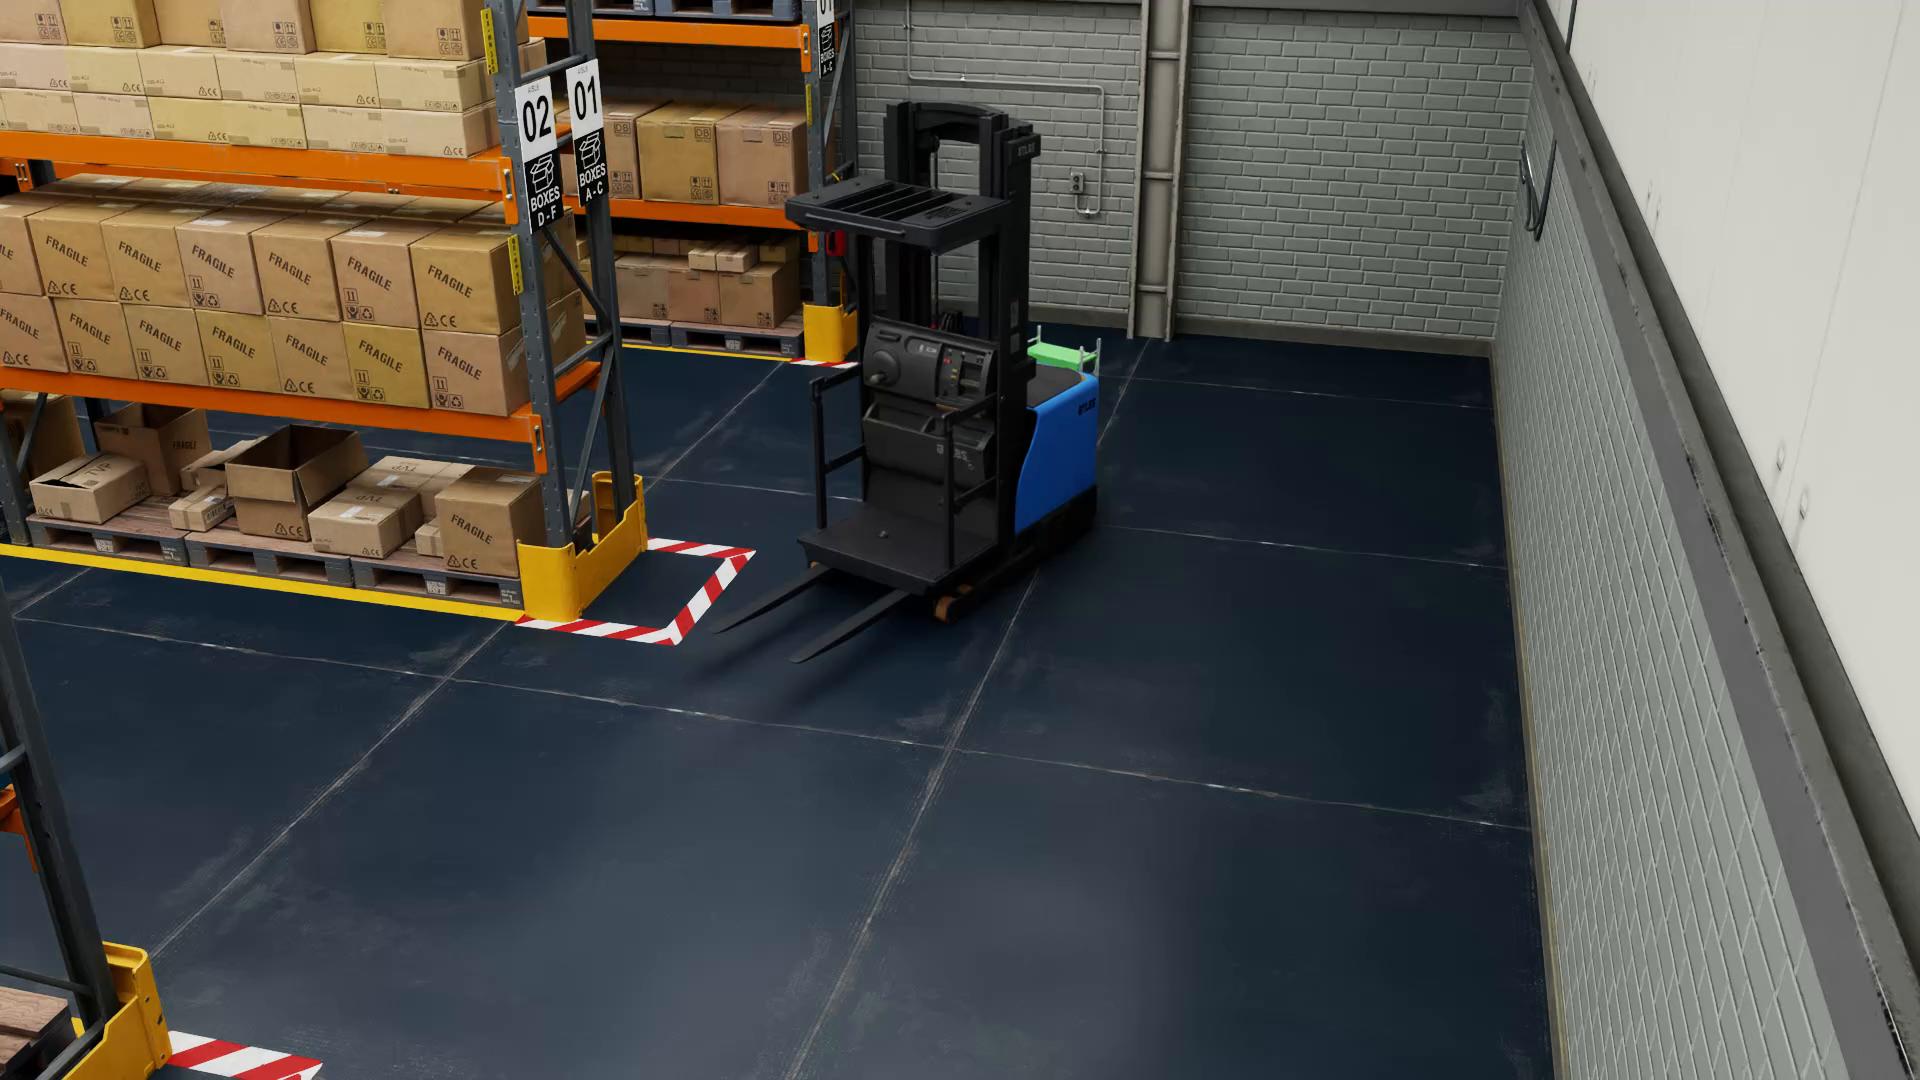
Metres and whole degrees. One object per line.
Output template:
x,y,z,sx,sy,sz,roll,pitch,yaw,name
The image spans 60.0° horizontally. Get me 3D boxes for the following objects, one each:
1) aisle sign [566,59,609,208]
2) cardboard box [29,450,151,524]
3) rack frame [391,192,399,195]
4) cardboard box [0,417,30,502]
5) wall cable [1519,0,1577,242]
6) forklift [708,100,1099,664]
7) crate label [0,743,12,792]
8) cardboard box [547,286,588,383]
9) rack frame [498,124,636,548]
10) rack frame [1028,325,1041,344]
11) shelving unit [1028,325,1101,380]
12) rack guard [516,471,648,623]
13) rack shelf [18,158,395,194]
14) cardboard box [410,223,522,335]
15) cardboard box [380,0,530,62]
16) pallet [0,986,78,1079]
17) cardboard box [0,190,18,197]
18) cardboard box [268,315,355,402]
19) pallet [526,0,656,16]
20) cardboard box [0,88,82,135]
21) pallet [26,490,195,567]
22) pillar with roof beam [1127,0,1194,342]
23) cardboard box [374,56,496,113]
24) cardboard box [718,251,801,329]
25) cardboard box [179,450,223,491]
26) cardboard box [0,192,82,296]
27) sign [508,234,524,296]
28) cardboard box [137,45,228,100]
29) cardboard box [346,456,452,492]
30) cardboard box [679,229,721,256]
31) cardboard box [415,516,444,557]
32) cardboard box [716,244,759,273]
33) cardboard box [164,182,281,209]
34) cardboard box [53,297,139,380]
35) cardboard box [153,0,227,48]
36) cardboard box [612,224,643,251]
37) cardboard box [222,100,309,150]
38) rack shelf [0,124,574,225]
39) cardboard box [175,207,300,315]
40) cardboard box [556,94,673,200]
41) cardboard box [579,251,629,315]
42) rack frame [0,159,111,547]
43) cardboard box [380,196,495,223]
-2.176,-2.383,9.741,0.004,0.787,0.394,6,26,13,aisle sign
-5.837,-0.372,11.158,0.500,0.311,0.500,6,26,13,cardboard box
-4.959,-3.585,15.291,0.127,3.000,1.000,6,26,13,rack frame
-6.739,-0.526,11.261,0.500,0.500,0.500,6,26,13,cardboard box
4.303,-3.709,12.185,0.112,2.526,3.097,6,26,13,wall cable
-0.320,-1.048,10.042,1.130,2.935,3.031,17,30,31,forklift
-3.710,0.853,6.095,0.303,0.233,0.416,6,26,13,crate label
-2.680,-1.297,10.368,0.500,0.500,0.500,7,26,14,cardboard box
-2.316,-1.094,10.059,0.127,3.000,1.000,6,26,13,rack frame
0.478,-0.912,11.762,0.015,1.200,0.240,17,29,32,rack frame
0.676,-0.851,11.633,0.503,1.200,0.258,17,29,32,shelving unit
-2.389,0.026,10.613,0.348,0.500,1.175,6,26,13,rack guard
-6.896,-3.474,15.895,4.000,0.370,1.077,6,26,13,rack shelf
-2.815,-1.524,9.682,0.500,0.500,0.500,6,26,13,cardboard box
-2.817,-2.993,9.279,0.500,0.500,0.700,6,26,13,cardboard box
-4.342,2.122,6.547,1.213,0.211,1.003,6,26,13,pallet
-10.014,-3.242,16.967,0.500,0.500,0.700,6,26,13,cardboard box
-3.802,-1.184,10.131,0.500,0.500,0.500,7,26,13,cardboard box
-2.992,-4.676,14.196,1.213,0.211,1.003,6,26,13,pallet
-5.297,-2.599,9.904,0.500,0.250,0.500,6,26,13,cardboard box
-5.525,-0.189,11.402,1.213,0.211,1.003,6,26,13,pallet
0.673,-4.144,9.486,0.400,9.000,9.100,6,26,13,pillar with roof beam
-2.877,-2.555,9.231,0.500,0.250,0.500,6,26,13,cardboard box
-1.788,-2.251,14.908,0.500,0.500,0.700,6,26,13,cardboard box
-5.189,-0.476,11.565,0.250,0.149,0.380,6,26,13,cardboard box
-5.803,-1.851,10.370,0.500,0.500,0.500,7,26,14,cardboard box
-2.473,-1.531,9.261,0.005,0.325,0.100,6,26,13,sign
-4.330,-2.715,9.566,0.500,0.250,0.500,6,26,13,cardboard box
-3.740,-0.335,11.150,0.500,0.250,0.500,6,26,13,cardboard box
-2.350,-2.695,15.086,0.250,0.149,0.380,7,26,13,cardboard box
-3.273,-0.050,10.650,0.250,0.166,0.380,6,26,13,cardboard box
-1.958,-2.482,14.638,0.250,0.149,0.380,6,26,12,cardboard box
-4.650,-1.965,10.608,0.500,0.500,0.500,7,26,13,cardboard box
-5.267,-1.346,10.471,0.500,0.500,0.500,7,26,14,cardboard box
-4.252,-3.183,9.678,0.500,0.500,0.700,6,26,13,cardboard box
-3.091,-2.776,15.257,0.250,0.149,0.380,6,26,12,cardboard box
-3.848,-2.432,9.554,0.500,0.250,0.500,6,26,13,cardboard box
-4.253,-2.338,10.018,4.000,0.370,1.077,6,26,13,rack shelf
-4.305,-1.686,10.023,0.500,0.500,0.500,7,26,15,cardboard box
-3.025,-3.501,14.766,0.700,0.700,0.980,5,26,10,cardboard box
-3.278,-2.412,15.247,0.500,0.500,0.700,7,26,14,cardboard box
-6.190,-1.522,10.958,0.127,3.000,1.000,6,26,13,rack frame
-3.188,-1.801,10.264,0.500,0.500,0.500,7,26,14,cardboard box
